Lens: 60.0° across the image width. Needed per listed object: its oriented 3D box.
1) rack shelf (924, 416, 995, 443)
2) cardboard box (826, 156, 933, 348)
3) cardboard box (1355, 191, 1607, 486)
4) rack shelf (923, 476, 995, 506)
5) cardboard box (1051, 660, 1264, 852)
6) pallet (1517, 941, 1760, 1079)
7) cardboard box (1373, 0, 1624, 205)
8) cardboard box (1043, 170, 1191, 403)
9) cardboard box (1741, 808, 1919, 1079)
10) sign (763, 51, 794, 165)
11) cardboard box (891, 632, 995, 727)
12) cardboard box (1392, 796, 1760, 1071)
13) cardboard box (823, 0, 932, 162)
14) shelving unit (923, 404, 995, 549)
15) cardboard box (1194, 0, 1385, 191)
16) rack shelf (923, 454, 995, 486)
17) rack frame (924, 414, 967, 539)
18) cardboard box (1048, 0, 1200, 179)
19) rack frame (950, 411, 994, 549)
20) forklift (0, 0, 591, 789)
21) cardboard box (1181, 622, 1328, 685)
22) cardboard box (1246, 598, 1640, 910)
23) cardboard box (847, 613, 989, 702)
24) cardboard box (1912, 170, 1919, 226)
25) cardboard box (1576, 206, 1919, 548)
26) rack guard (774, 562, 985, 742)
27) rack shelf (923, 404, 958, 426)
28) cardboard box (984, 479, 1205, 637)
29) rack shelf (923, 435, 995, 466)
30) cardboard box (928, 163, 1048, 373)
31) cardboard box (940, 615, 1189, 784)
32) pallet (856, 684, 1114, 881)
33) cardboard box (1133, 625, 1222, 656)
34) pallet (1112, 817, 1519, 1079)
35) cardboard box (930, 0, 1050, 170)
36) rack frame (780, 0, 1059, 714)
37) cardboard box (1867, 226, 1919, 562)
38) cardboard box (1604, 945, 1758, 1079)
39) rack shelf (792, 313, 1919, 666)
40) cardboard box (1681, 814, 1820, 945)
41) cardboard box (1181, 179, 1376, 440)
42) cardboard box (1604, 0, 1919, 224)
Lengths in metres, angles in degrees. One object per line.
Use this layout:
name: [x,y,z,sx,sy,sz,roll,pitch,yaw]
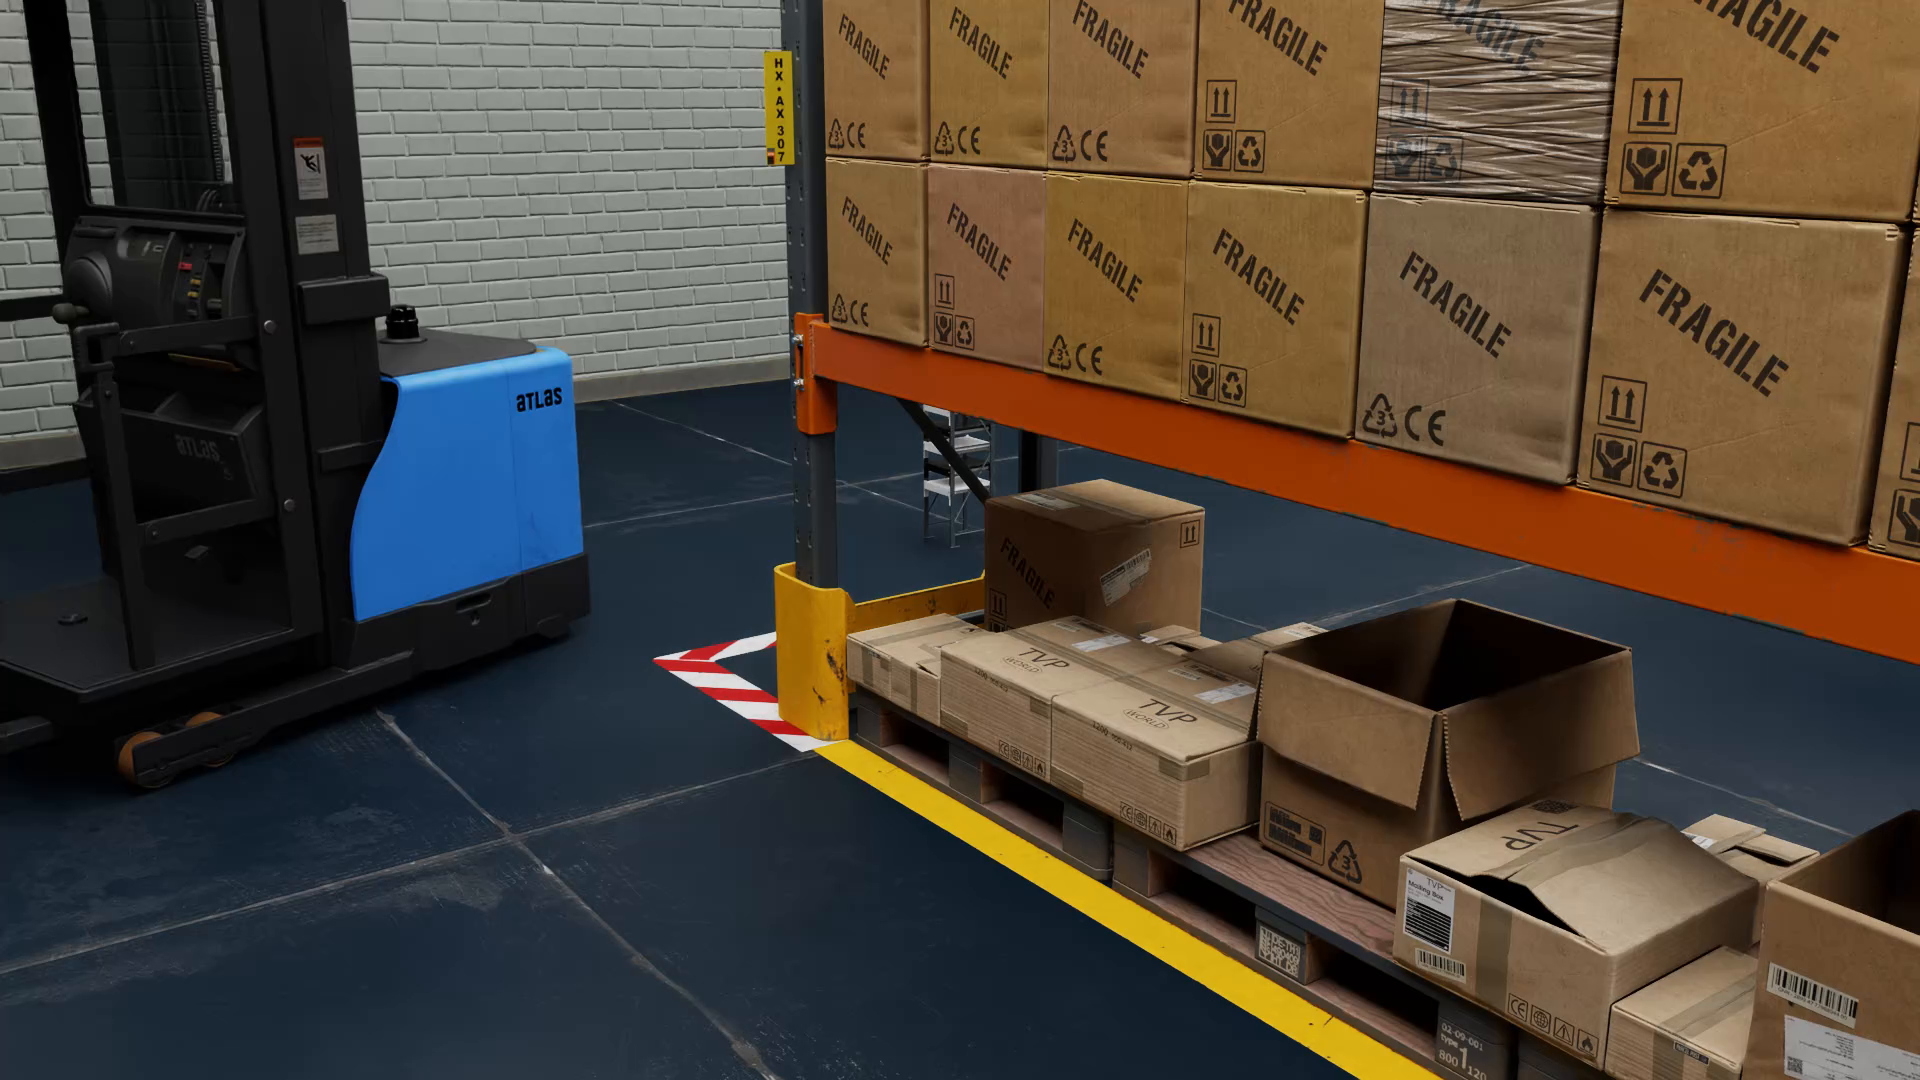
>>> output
rack shelf: [-0.005,-0.490,7.449,0.258,0.077,0.200,-11,19,-35]
cardboard box: [-0.047,-0.859,4.845,0.500,0.500,0.500,-10,18,-33]
cardboard box: [1.148,-0.427,3.265,0.500,0.500,0.500,-10,18,-33]
rack shelf: [-0.005,-0.230,7.520,0.258,0.077,0.200,-11,19,-35]
cardboard box: [0.584,0.541,4.293,0.500,0.250,0.500,-11,19,-35]
pallet: [1.855,1.106,3.137,1.003,0.211,1.213,-11,19,-35]
cardboard box: [1.151,-0.908,3.127,0.500,0.500,0.500,-11,19,-34]
cardboard box: [0.554,-0.642,4.052,0.500,0.500,0.500,-11,19,-35]
cardboard box: [1.693,0.823,2.788,0.500,0.500,0.500,-11,19,-35]
sign: [-0.533,-1.280,4.931,0.100,0.325,0.005,-11,19,-35]
cardboard box: [0.021,0.404,4.953,0.380,0.166,0.250,-11,19,-35]
cardboard box: [1.252,0.754,3.398,0.500,0.311,0.500,-11,19,-35]
cardboard box: [-0.047,-1.342,4.713,0.500,0.500,0.500,-10,18,-33]
shelving unit: [-0.005,-0.436,7.464,0.258,0.900,0.210,-11,19,-35]
cardboard box: [0.856,-1.015,3.520,0.500,0.500,0.500,-11,19,-35]
rack shelf: [-0.005,-0.317,7.496,0.258,0.077,0.200,-11,19,-35]
rack frame: [-0.065,-0.457,7.543,0.240,0.900,0.006,-11,19,-35]
cardboard box: [0.557,-1.124,3.916,0.500,0.500,0.500,-11,19,-34]
rack frame: [0.055,-0.414,7.384,0.240,0.900,0.006,-11,19,-35]
forklift: [-2.642,-0.824,5.033,1.130,2.935,3.031,10,18,33]
cardboard box: [0.959,0.453,4.616,0.500,0.250,0.500,-11,19,-35]
cardboard box: [1.149,0.499,3.967,0.797,0.503,0.637,-11,19,-35]
cardboard box: [-0.126,0.359,5.150,0.380,0.149,0.250,-11,19,-35]
cardboard box: [1.751,-0.691,2.335,0.500,0.500,0.500,-11,19,-34]
cardboard box: [1.452,-0.318,2.865,0.500,0.500,0.500,-10,18,-33]
rack guard: [-0.050,0.275,5.624,1.175,0.500,0.348,-11,19,-35]
rack shelf: [-0.005,-0.577,7.425,0.258,0.077,0.200,-11,19,-35]
cardboard box: [0.425,0.125,5.341,0.500,0.500,0.500,-11,19,-35]
rack shelf: [-0.005,-0.404,7.472,0.258,0.077,0.200,-11,19,-35]
cardboard box: [0.261,-0.750,4.445,0.500,0.500,0.500,-11,19,-35]
cardboard box: [0.290,0.434,4.683,0.500,0.250,0.500,-11,19,-35]
pallet: [0.420,0.585,5.041,1.003,0.211,1.213,-11,19,-35]
cardboard box: [0.590,0.386,5.018,0.380,0.166,0.250,-11,19,-35]
pallet: [1.133,0.845,4.090,1.003,0.211,1.213,-11,19,-35]
cardboard box: [0.267,-1.231,4.309,0.500,0.500,0.500,-11,19,-34]
rack frame: [-0.094,-0.947,5.353,1.000,3.000,0.127,-11,19,-35]
cardboard box: [1.756,-0.208,2.464,0.500,0.500,0.500,-10,18,-34]
cardboard box: [1.424,0.922,3.093,0.380,0.149,0.250,-11,19,-35]
rack shelf: [1.082,-0.173,3.888,1.077,0.370,4.000,-11,19,-35]
cardboard box: [1.669,0.755,3.668,0.380,0.166,0.250,-11,19,-35]
cardboard box: [0.846,-0.535,3.661,0.500,0.500,0.500,-11,19,-34]
cardboard box: [1.447,-0.800,2.733,0.500,0.500,0.500,-11,19,-36]
